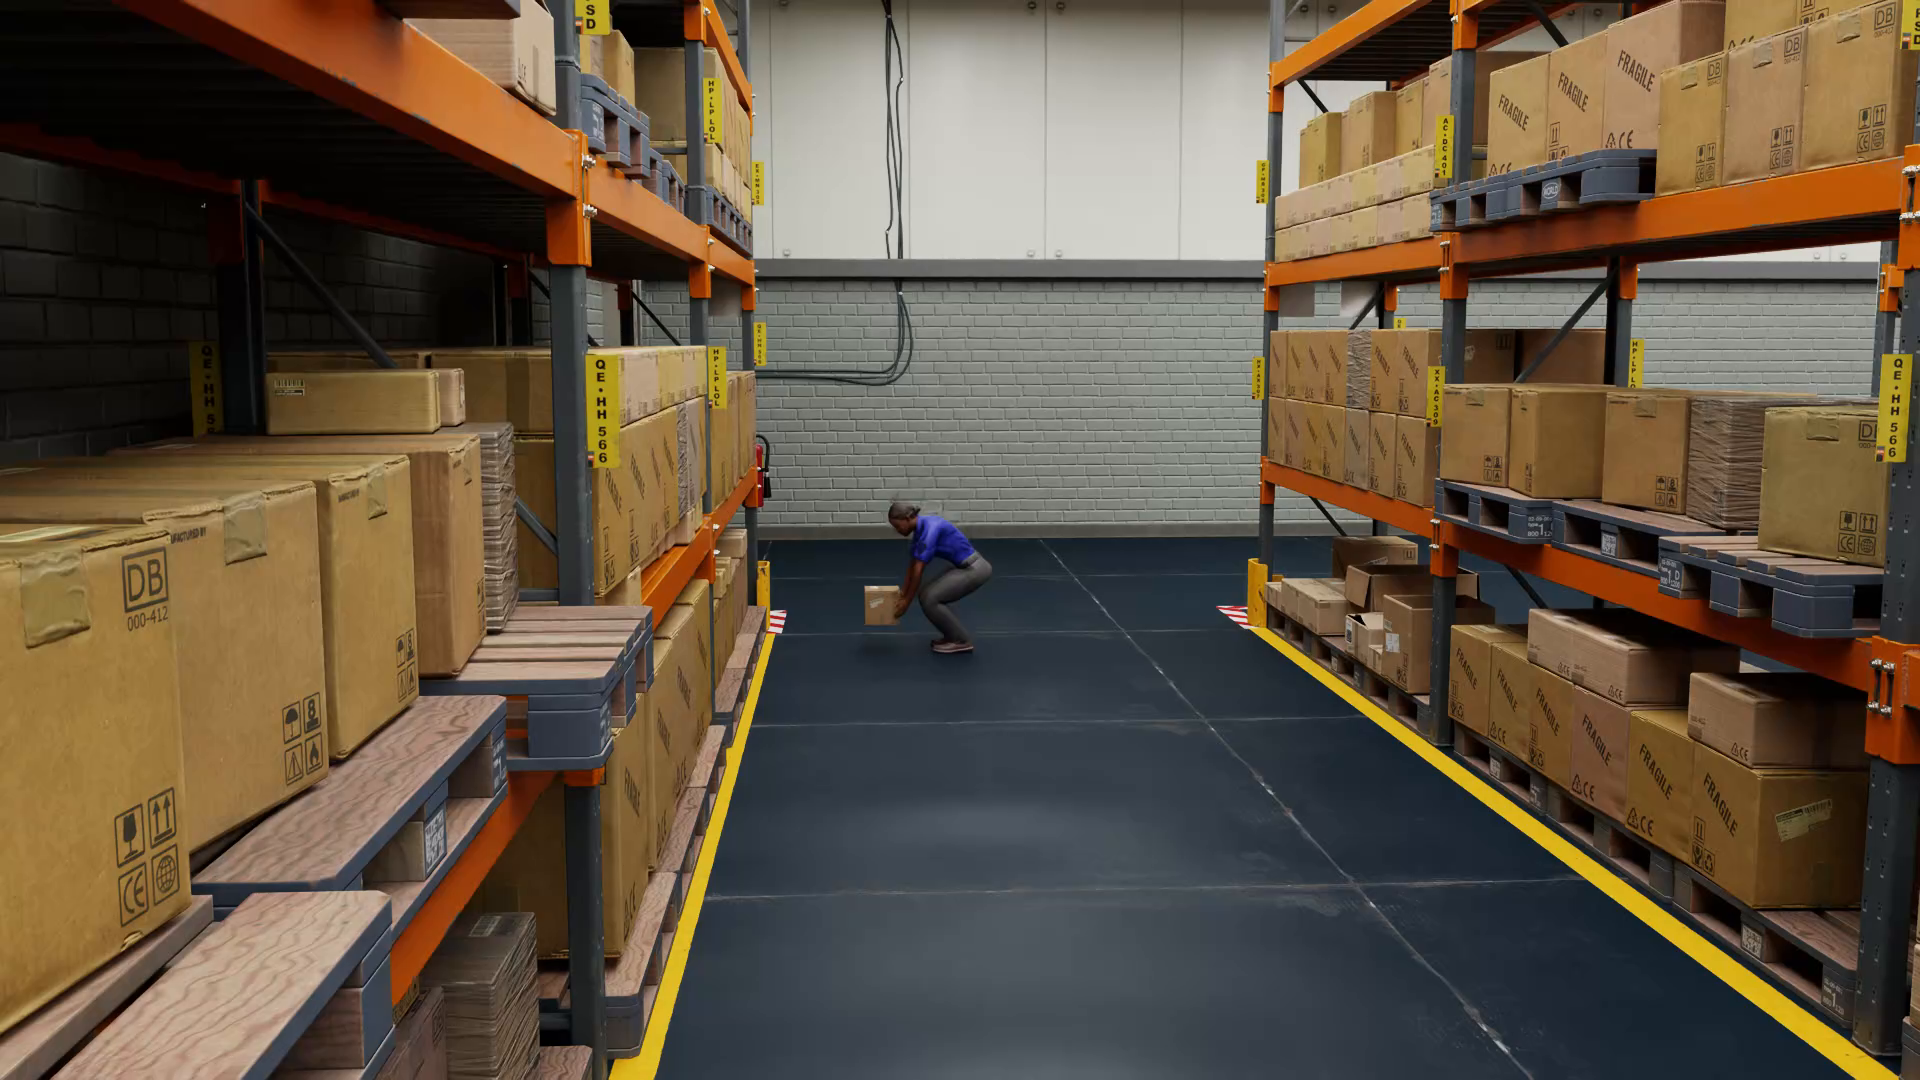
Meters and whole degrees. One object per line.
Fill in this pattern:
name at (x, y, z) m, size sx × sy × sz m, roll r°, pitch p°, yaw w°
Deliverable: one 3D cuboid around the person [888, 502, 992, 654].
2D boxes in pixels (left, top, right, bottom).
person at (-0.143, 0.261, 11.995) m, size 0.747 × 1.092 × 0.499 m, roll 0°, pitch 7°, yaw -4°
